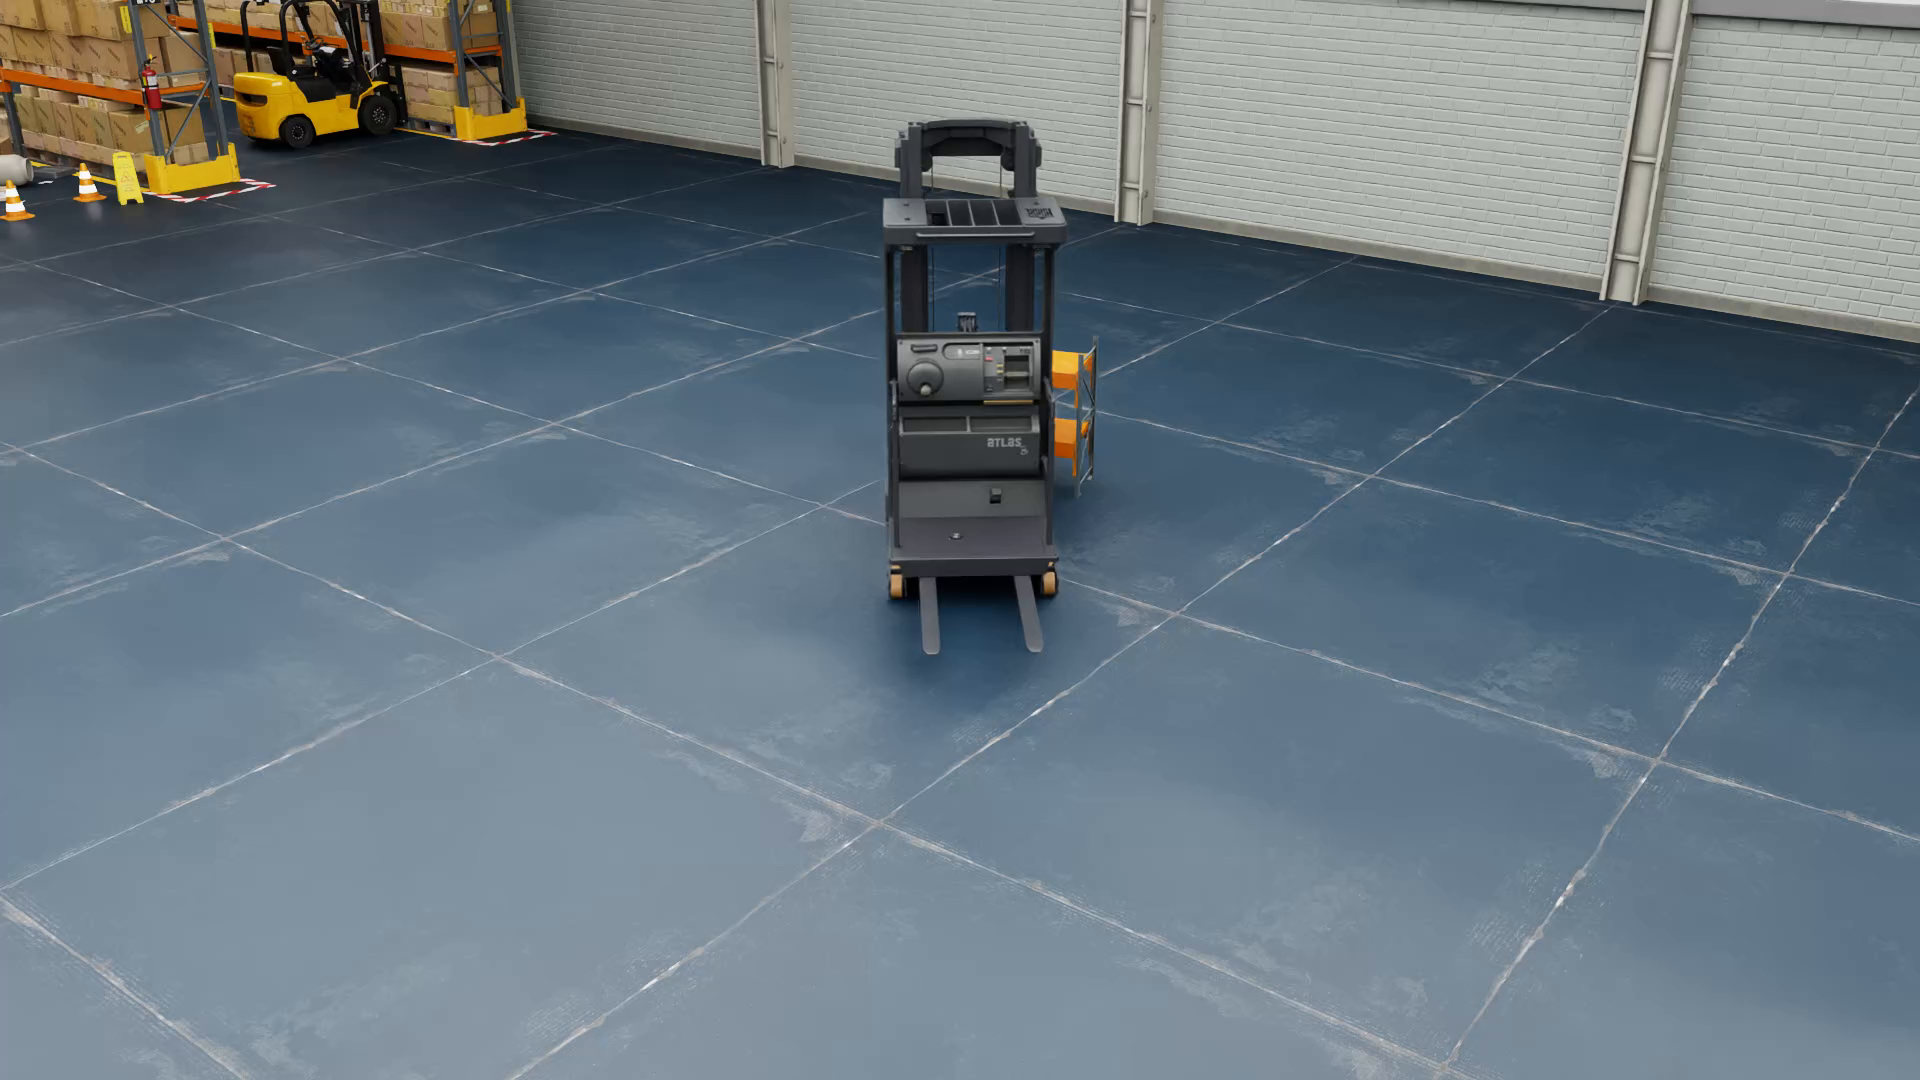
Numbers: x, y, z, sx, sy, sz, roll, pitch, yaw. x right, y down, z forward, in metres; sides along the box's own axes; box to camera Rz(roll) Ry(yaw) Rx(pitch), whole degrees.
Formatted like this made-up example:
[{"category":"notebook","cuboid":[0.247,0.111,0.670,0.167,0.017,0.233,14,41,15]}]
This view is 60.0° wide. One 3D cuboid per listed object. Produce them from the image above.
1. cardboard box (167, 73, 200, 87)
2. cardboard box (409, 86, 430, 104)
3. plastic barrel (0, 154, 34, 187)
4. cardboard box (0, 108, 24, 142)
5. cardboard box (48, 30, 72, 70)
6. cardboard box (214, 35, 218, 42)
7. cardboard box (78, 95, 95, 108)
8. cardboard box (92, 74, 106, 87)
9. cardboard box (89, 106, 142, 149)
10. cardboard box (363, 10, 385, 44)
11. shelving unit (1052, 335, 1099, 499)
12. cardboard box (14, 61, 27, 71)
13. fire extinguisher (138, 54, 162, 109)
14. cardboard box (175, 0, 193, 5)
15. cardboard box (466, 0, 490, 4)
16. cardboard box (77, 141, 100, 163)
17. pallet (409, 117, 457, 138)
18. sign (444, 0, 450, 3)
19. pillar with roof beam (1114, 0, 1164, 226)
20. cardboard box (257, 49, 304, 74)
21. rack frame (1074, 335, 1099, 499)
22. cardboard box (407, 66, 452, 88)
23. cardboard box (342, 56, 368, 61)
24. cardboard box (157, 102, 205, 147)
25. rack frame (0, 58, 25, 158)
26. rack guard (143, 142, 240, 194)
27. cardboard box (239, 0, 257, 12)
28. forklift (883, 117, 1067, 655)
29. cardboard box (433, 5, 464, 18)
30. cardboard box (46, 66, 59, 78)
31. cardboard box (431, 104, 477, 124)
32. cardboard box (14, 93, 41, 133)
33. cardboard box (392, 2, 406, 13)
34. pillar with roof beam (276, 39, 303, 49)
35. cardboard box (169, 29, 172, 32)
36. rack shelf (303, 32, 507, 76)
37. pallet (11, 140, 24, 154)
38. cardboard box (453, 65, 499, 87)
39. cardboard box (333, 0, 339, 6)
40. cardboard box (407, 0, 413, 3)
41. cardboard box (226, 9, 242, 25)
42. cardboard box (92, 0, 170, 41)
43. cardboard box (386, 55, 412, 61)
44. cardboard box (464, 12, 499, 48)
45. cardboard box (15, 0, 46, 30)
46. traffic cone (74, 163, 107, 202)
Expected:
[{"category":"cardboard box","cuboid":[-10.534,-6.232,22.485,0.250,0.149,0.380,17,29,33]},{"category":"cardboard box","cuboid":[-8.384,-7.104,26.423,0.500,0.250,0.500,16,29,33]},{"category":"plastic barrel","cuboid":[-12.947,-5.030,22.640,0.512,0.421,0.421,-5,24,-12]},{"category":"cardboard box","cuboid":[-14.008,-6.281,25.022,0.625,0.372,0.950,17,29,34]},{"category":"cardboard box","cuboid":[-12.176,-6.795,22.959,0.500,0.500,0.500,17,29,34]},{"category":"cardboard box","cuboid":[-14.044,-9.306,30.926,0.250,0.149,0.380,19,30,36]},{"category":"cardboard box","cuboid":[-11.927,-6.074,22.971,0.250,0.149,0.380,18,30,35]},{"category":"cardboard box","cuboid":[-11.500,-6.251,22.529,0.250,0.149,0.380,17,29,34]},{"category":"cardboard box","cuboid":[-11.603,-5.709,22.947,0.500,0.500,0.500,18,30,35]},{"category":"cardboard box","cuboid":[-9.192,-8.250,26.631,0.500,0.500,0.500,17,29,34]},{"category":"shelving unit","cuboid":[0.462,-0.982,12.584,1.048,1.125,0.538,7,25,16]},{"category":"cardboard box","cuboid":[-13.294,-6.826,23.834,0.250,0.149,0.380,18,29,35]},{"category":"fire extinguisher","cuboid":[-10.571,-5.986,21.711,0.183,0.674,0.296,17,29,33]},{"category":"cardboard box","cuboid":[-13.620,-9.701,29.612,0.500,0.250,0.500,17,29,33]},{"category":"cardboard box","cuboid":[-7.553,-8.429,25.863,0.250,0.149,0.380,16,28,32]},{"category":"cardboard box","cuboid":[-12.026,-5.493,23.386,0.500,0.250,0.500,16,28,31]},{"category":"pallet","cuboid":[-8.049,-6.695,26.684,1.213,0.211,1.003,17,29,33]},{"category":"sign","cuboid":[-7.749,-8.267,25.062,0.005,0.325,0.100,17,29,33]},{"category":"pillar with roof beam","cuboid":[-0.409,-6.714,15.827,0.400,9.000,9.100,17,29,33]},{"category":"cardboard box","cuboid":[-11.654,-8.185,29.032,0.625,0.625,0.875,16,29,33]},{"category":"rack frame","cuboid":[0.945,-0.919,12.441,0.032,1.125,0.500,7,25,16]},{"category":"cardboard box","cuboid":[-8.380,-7.324,26.301,0.500,0.250,0.500,17,29,34]},{"category":"cardboard box","cuboid":[-10.011,-7.814,27.413,0.500,0.250,0.500,17,29,33]},{"category":"cardboard box","cuboid":[-10.885,-5.765,23.072,0.500,0.500,0.500,16,28,32]},{"category":"rack frame","cuboid":[-13.587,-7.165,24.291,0.127,3.000,1.000,17,29,33]},{"category":"rack guard","cuboid":[-10.447,-5.072,22.642,0.348,0.500,1.175,17,29,33]},{"category":"cardboard box","cuboid":[-11.981,-9.211,28.502,0.500,0.250,0.500,17,29,34]},{"category":"forklift","cuboid":[0.071,-1.088,10.583,1.130,2.935,3.031,-1,24,-2]},{"category":"cardboard box","cuboid":[-7.858,-8.136,25.567,0.250,0.149,0.380,17,29,34]},{"category":"cardboard box","cuboid":[-12.509,-6.558,23.225,0.250,0.149,0.380,17,29,34]},{"category":"cardboard box","cuboid":[-7.978,-6.746,26.229,0.500,0.250,0.500,17,29,34]},{"category":"cardboard box","cuboid":[-13.277,-6.212,24.088,0.500,0.500,0.500,18,30,36]},{"category":"cardboard box","cuboid":[-8.685,-8.384,26.129,0.250,0.149,0.380,16,28,32]},{"category":"pillar with roof beam","cuboid":[-14.812,-11.066,25.706,0.400,9.000,9.100,17,29,33]},{"category":"cardboard box","cuboid":[-11.015,-6.708,22.761,0.500,0.500,0.500,18,29,35]},{"category":"rack shelf","cuboid":[-9.013,-7.954,26.975,4.000,0.370,1.077,17,29,33]},{"category":"pallet","cuboid":[-14.211,-6.077,25.280,1.213,0.211,1.003,17,29,33]},{"category":"cardboard box","cuboid":[-7.683,-7.369,26.403,0.500,0.250,0.500,16,29,33]},{"category":"cardboard box","cuboid":[-9.929,-8.748,26.956,0.250,0.149,0.380,18,29,34]},{"category":"cardboard box","cuboid":[-8.422,-8.486,25.992,0.250,0.149,0.380,17,29,34]},{"category":"cardboard box","cuboid":[-12.375,-9.108,28.888,0.500,0.250,0.500,18,29,35]},{"category":"cardboard box","cuboid":[-10.926,-6.890,21.935,0.500,0.500,0.700,16,28,32]},{"category":"cardboard box","cuboid":[-9.292,-7.858,27.513,0.500,0.250,0.500,17,29,34]},{"category":"cardboard box","cuboid":[-7.642,-8.055,26.188,0.500,0.500,0.500,18,29,35]},{"category":"cardboard box","cuboid":[-12.584,-7.367,23.018,0.500,0.500,0.700,16,28,32]},{"category":"traffic cone","cuboid":[-11.504,-4.724,21.899,0.334,0.463,0.336,17,29,33]}]
